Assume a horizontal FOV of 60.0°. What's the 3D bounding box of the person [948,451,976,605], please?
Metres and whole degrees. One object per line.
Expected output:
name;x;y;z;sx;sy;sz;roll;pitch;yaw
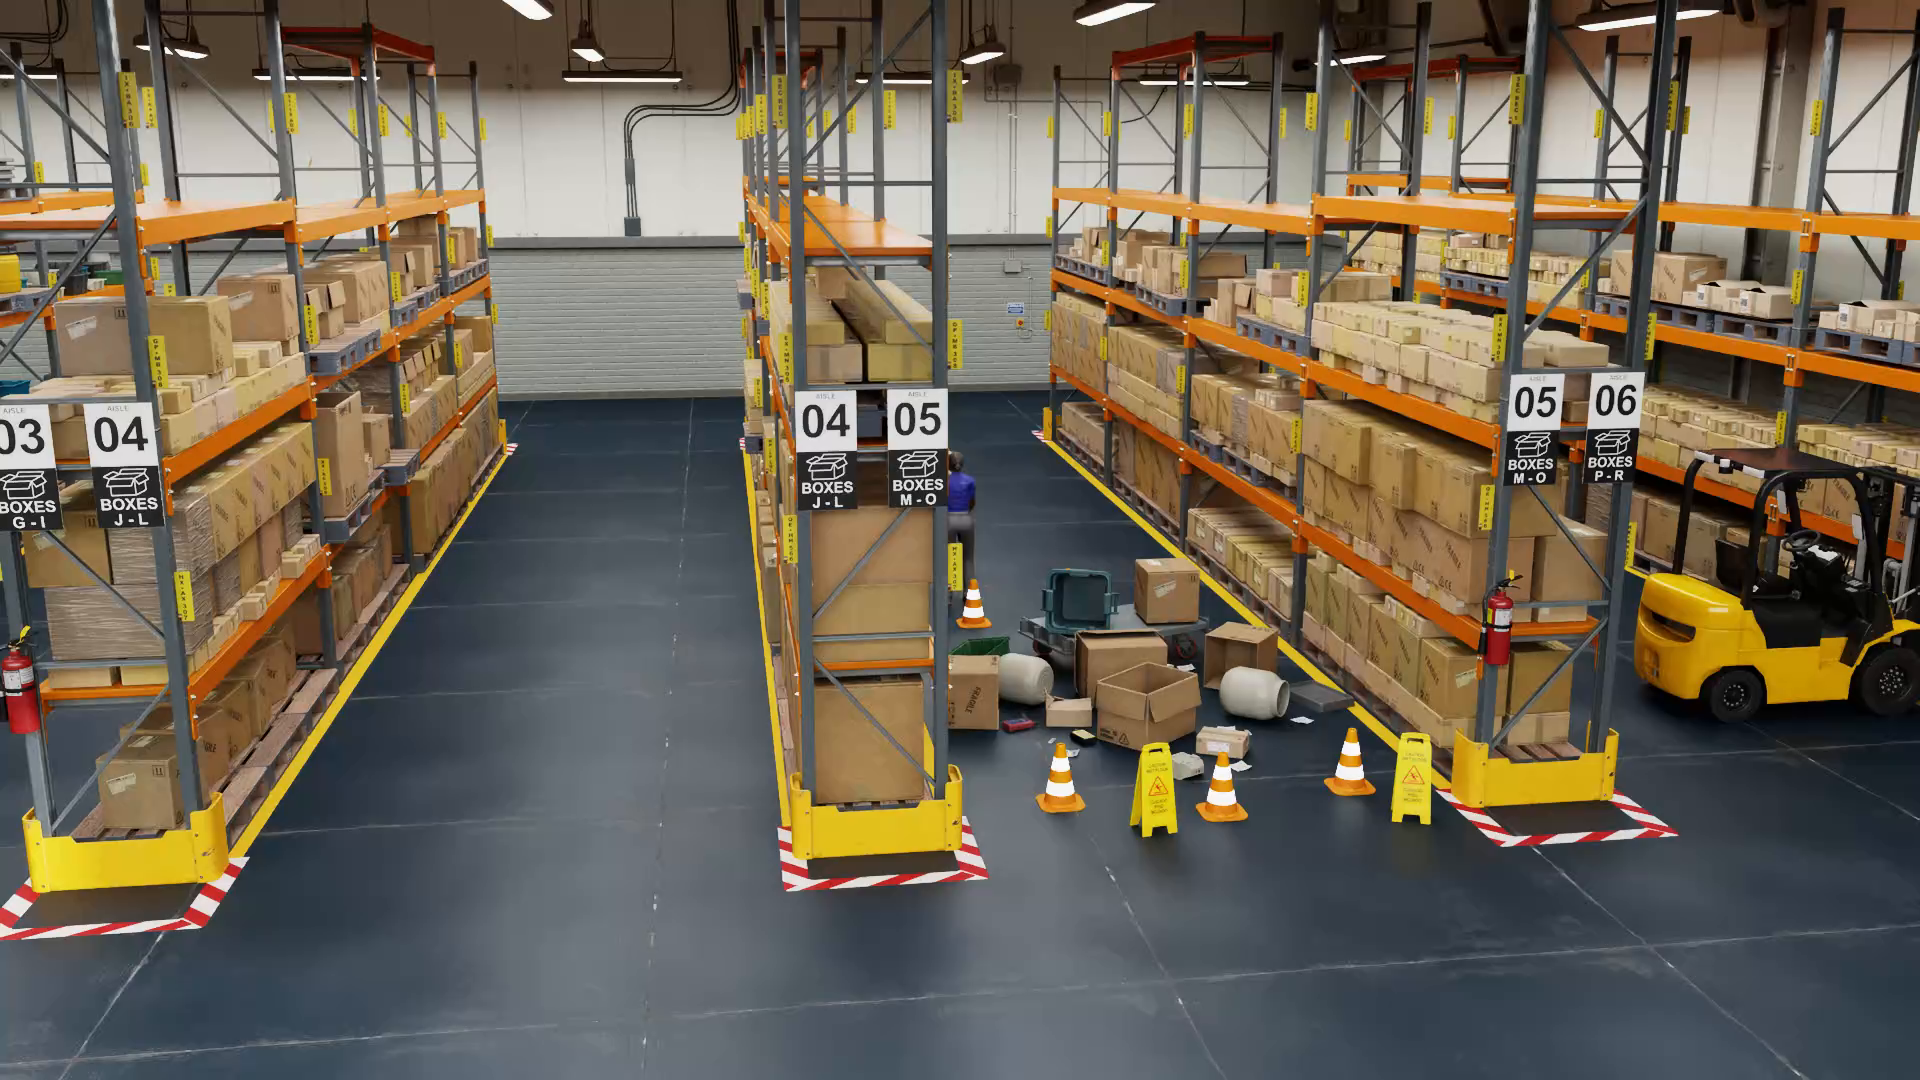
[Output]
person;-0.055;-0.148;17.647;0.441;1.656;0.499;-2;13;-9
